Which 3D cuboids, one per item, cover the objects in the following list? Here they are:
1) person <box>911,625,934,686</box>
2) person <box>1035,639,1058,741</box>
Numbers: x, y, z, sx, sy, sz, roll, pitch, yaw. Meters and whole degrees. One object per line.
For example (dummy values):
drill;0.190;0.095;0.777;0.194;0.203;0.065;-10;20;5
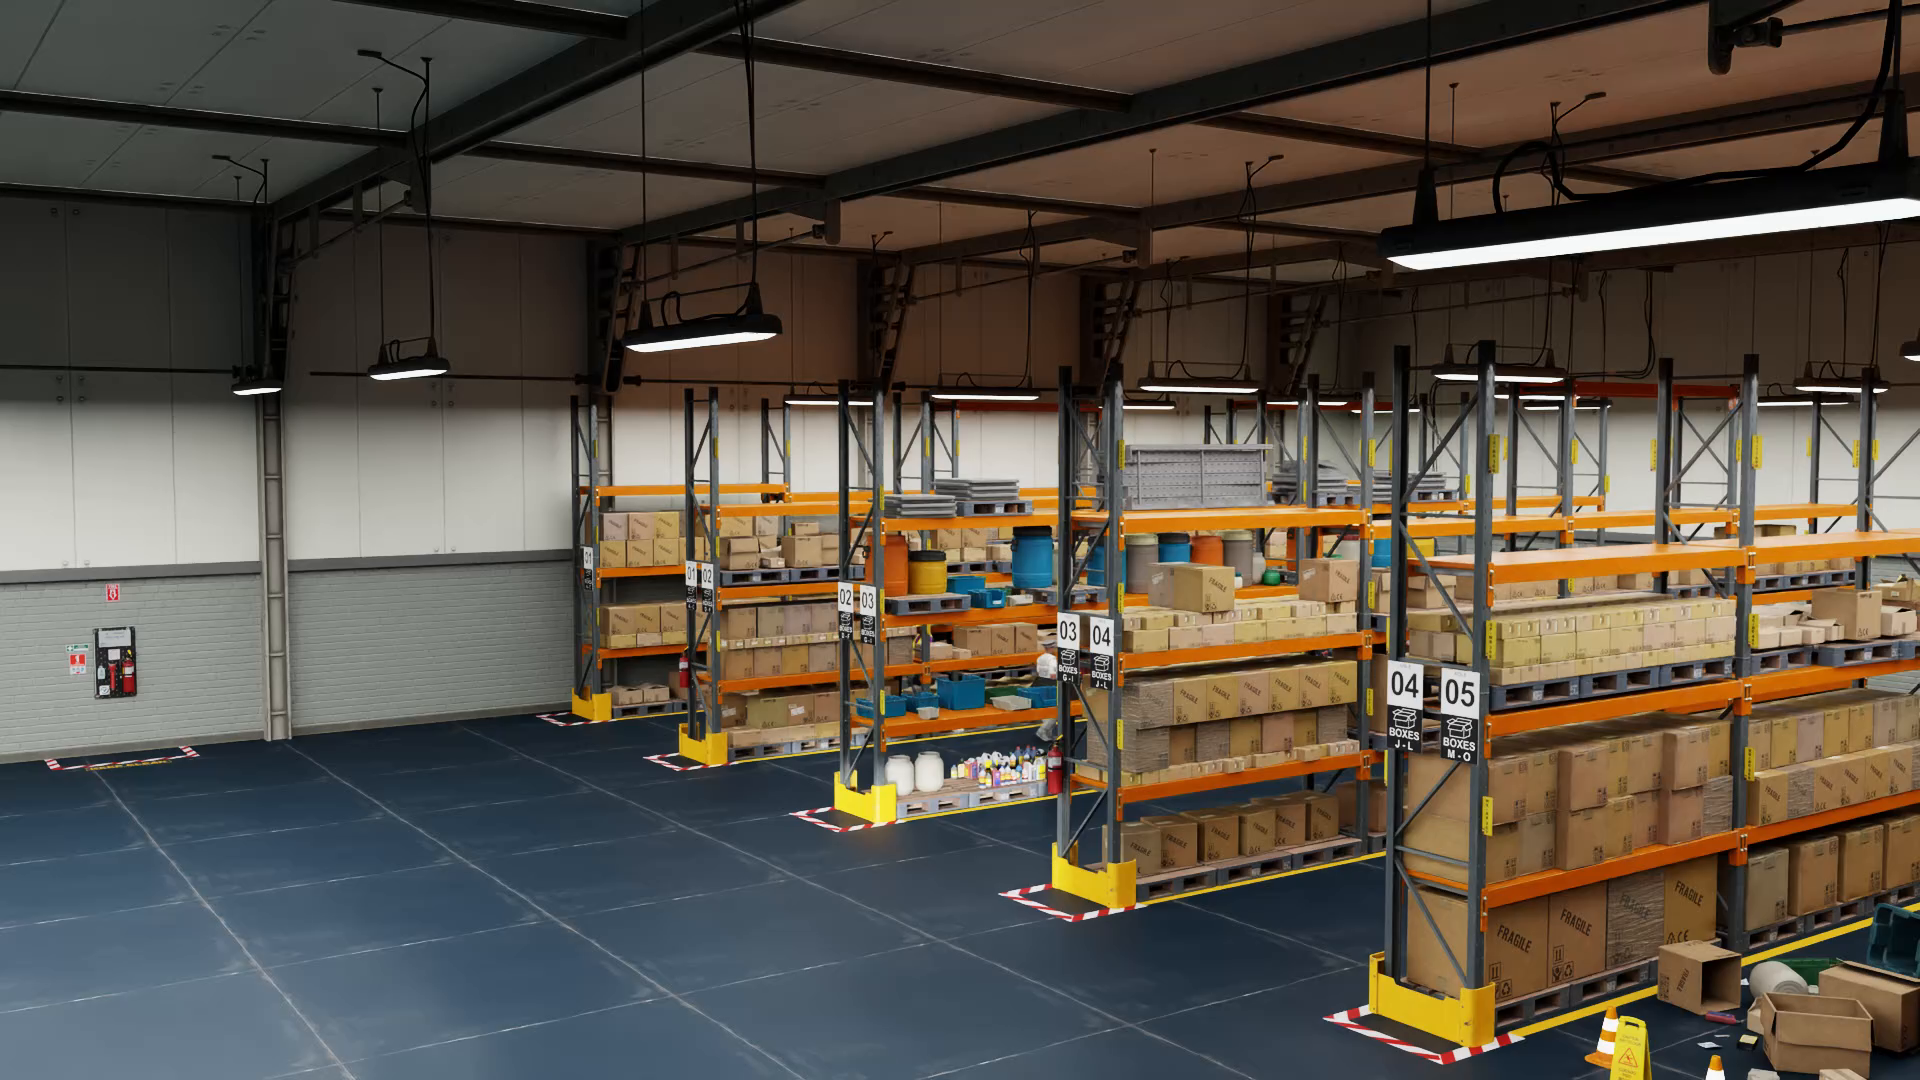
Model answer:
person;-0.733;2.394;31.579;0.581;1.807;0.621;-2;4;-27
person;1.494;2.582;28.436;0.562;1.754;0.585;-2;4;-29
